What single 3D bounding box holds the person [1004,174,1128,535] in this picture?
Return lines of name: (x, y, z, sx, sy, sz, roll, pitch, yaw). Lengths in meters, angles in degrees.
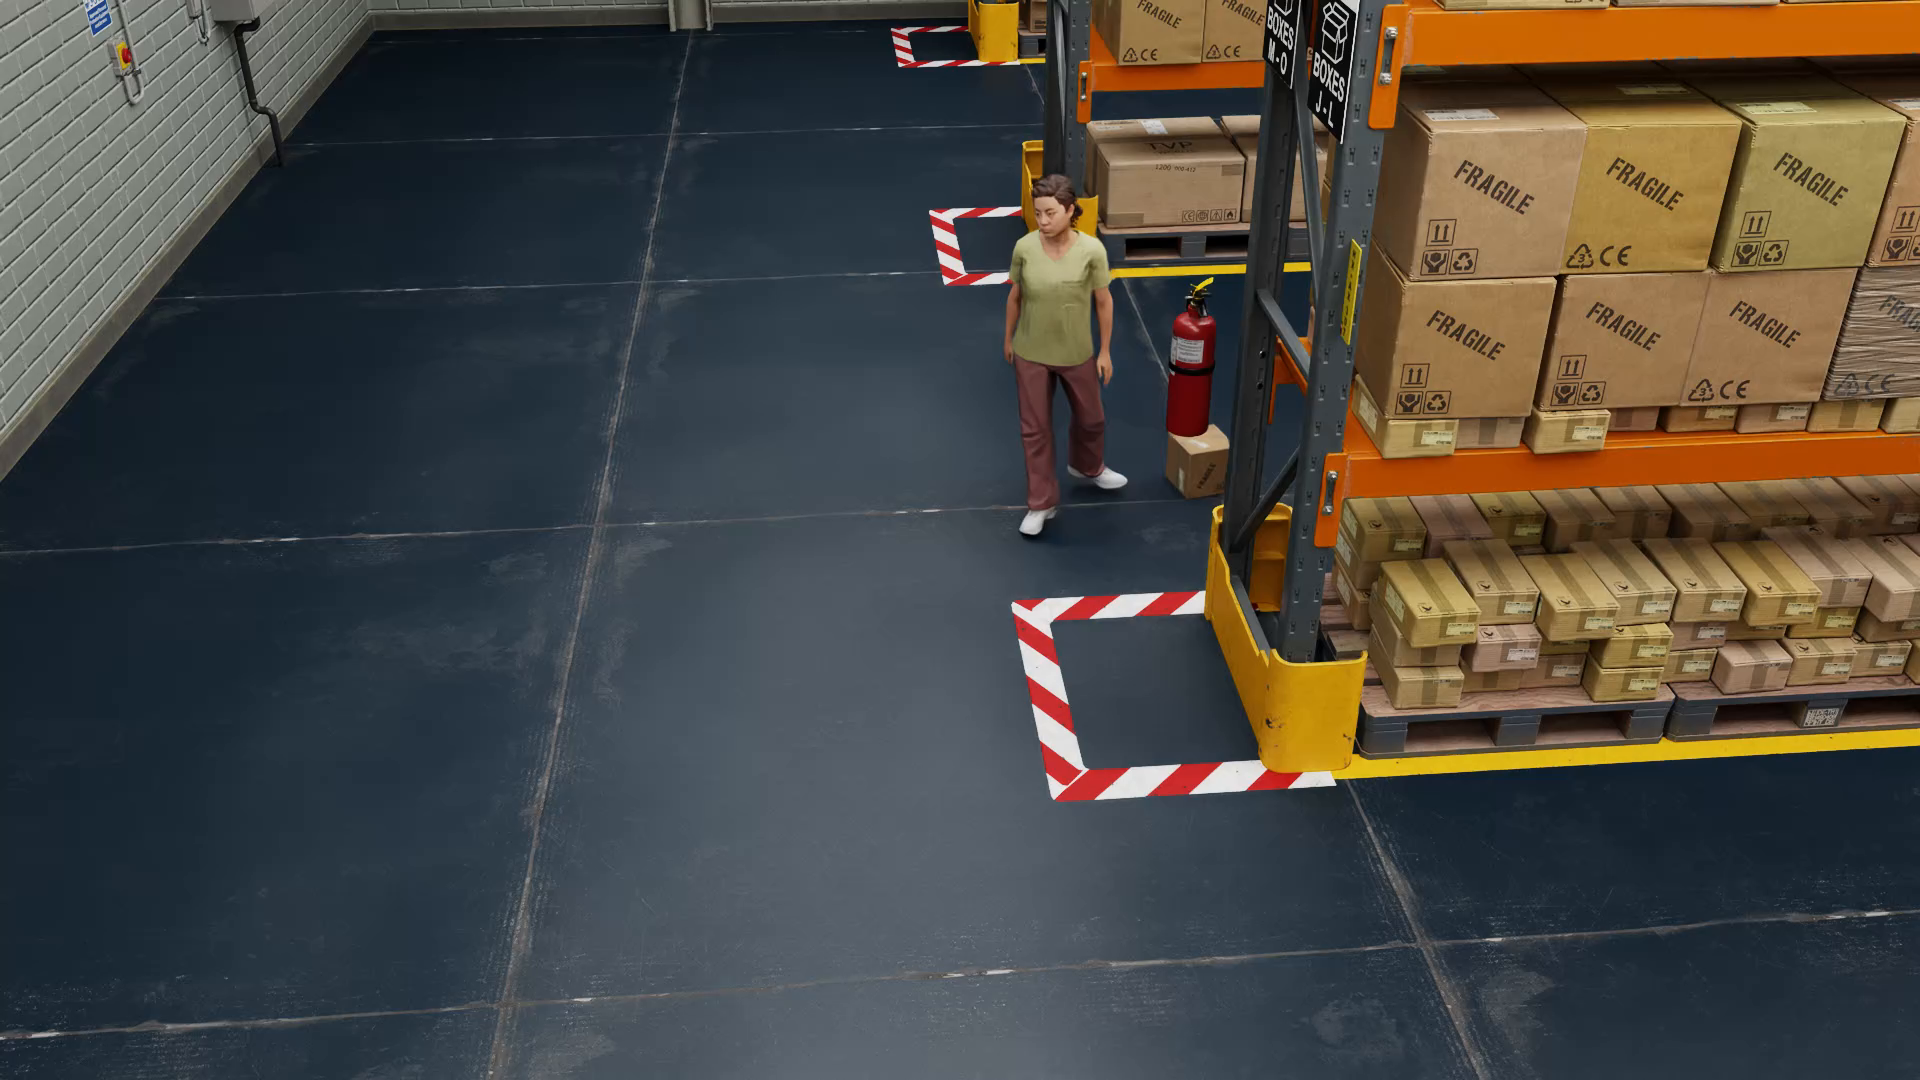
person: (0.492, -0.859, 7.541, 0.604, 1.664, 0.605, 3, 31, 6)
